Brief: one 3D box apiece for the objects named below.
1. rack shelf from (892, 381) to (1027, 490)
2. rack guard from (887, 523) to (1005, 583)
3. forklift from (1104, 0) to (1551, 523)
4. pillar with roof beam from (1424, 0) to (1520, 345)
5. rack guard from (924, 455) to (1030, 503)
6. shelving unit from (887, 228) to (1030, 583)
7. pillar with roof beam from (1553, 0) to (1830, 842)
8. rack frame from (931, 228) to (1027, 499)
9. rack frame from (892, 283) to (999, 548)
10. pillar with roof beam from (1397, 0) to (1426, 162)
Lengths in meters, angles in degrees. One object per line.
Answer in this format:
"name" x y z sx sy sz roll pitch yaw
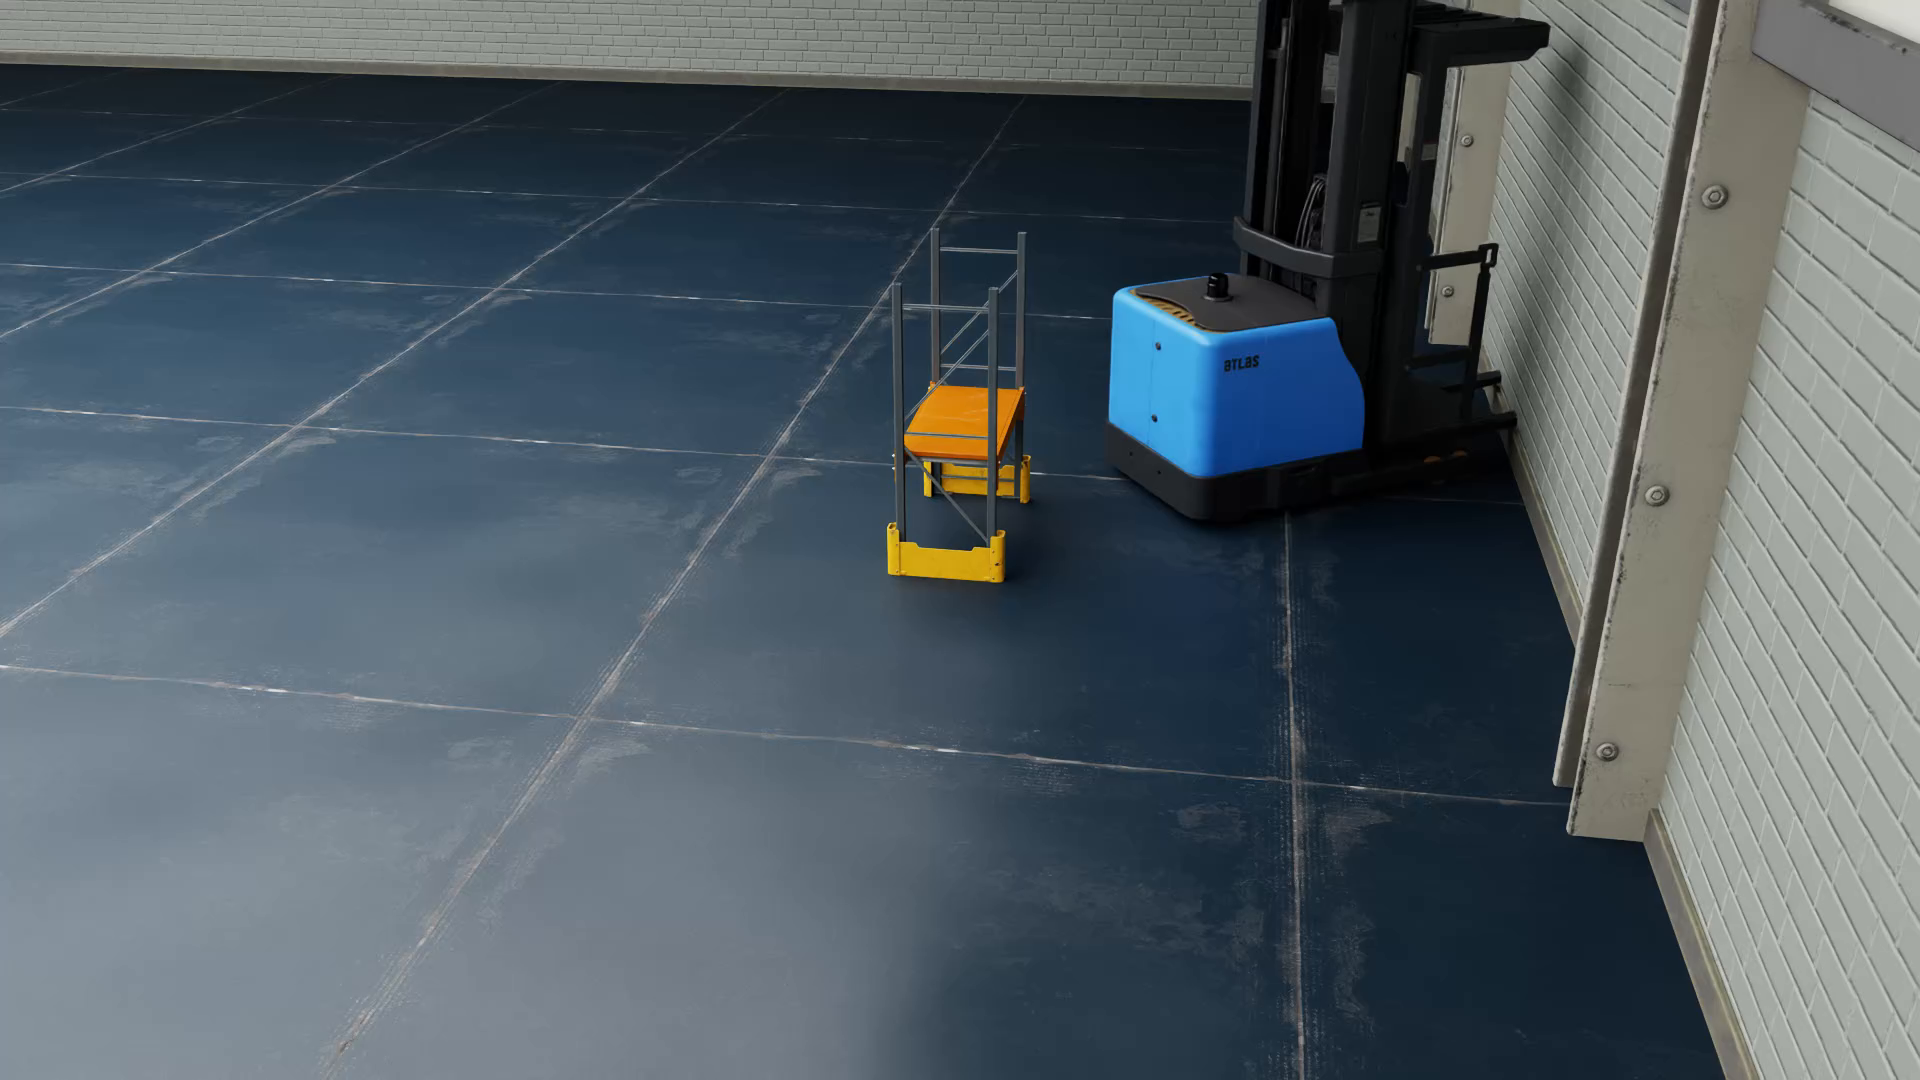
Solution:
"rack shelf" 0.014 -0.552 8.585 0.538 0.185 1.000 4 25 9
"rack guard" -0.069 0.063 8.320 0.587 0.250 0.087 4 25 9
"forklift" 2.391 -1.825 9.192 3.031 2.935 1.130 -11 27 -22
"pillar with roof beam" -0.759 -5.830 10.591 9.100 9.000 0.400 4 25 9
"rack guard" 0.094 -0.353 9.210 0.587 0.250 0.087 4 25 9
"shelving unit" 0.012 -0.711 8.500 0.587 1.500 1.083 4 25 9
"pillar with roof beam" -1.740 -3.321 5.230 9.100 9.000 0.400 4 25 9
"rack frame" 0.097 -0.928 8.962 0.500 1.500 0.032 4 25 9
"rack frame" -0.069 -0.502 8.054 0.500 1.500 0.032 4 25 9
"pillar with roof beam" 0.221 -8.340 15.952 9.100 9.000 0.400 4 25 9
